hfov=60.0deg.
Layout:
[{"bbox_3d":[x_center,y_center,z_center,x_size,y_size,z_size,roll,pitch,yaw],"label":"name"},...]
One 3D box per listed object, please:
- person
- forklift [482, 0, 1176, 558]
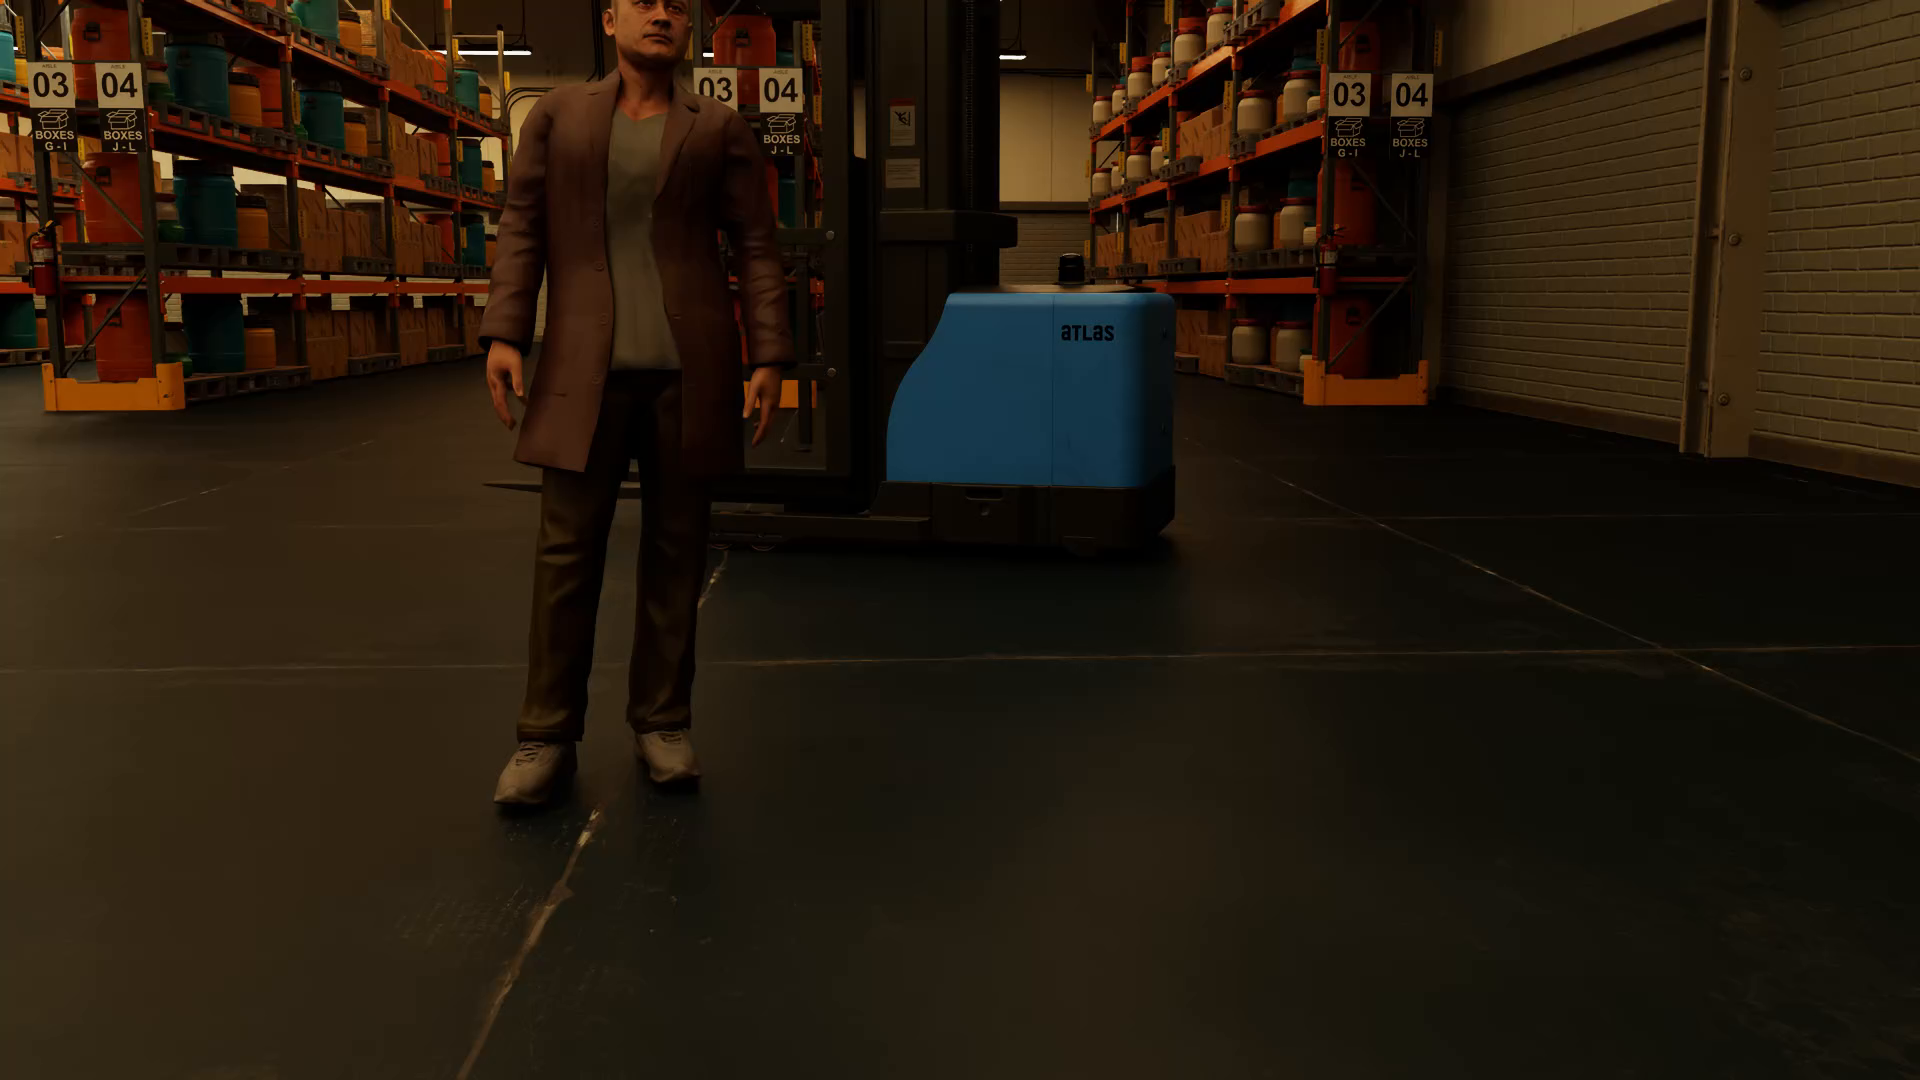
[{"bbox_3d":[-0.695,-0.358,3.615,0.695,1.776,0.582,-1,9,-10],"label":"person"},{"bbox_3d":[-0.609,-1.473,7.254,3.031,2.935,1.130,2,9,15],"label":"forklift"}]
